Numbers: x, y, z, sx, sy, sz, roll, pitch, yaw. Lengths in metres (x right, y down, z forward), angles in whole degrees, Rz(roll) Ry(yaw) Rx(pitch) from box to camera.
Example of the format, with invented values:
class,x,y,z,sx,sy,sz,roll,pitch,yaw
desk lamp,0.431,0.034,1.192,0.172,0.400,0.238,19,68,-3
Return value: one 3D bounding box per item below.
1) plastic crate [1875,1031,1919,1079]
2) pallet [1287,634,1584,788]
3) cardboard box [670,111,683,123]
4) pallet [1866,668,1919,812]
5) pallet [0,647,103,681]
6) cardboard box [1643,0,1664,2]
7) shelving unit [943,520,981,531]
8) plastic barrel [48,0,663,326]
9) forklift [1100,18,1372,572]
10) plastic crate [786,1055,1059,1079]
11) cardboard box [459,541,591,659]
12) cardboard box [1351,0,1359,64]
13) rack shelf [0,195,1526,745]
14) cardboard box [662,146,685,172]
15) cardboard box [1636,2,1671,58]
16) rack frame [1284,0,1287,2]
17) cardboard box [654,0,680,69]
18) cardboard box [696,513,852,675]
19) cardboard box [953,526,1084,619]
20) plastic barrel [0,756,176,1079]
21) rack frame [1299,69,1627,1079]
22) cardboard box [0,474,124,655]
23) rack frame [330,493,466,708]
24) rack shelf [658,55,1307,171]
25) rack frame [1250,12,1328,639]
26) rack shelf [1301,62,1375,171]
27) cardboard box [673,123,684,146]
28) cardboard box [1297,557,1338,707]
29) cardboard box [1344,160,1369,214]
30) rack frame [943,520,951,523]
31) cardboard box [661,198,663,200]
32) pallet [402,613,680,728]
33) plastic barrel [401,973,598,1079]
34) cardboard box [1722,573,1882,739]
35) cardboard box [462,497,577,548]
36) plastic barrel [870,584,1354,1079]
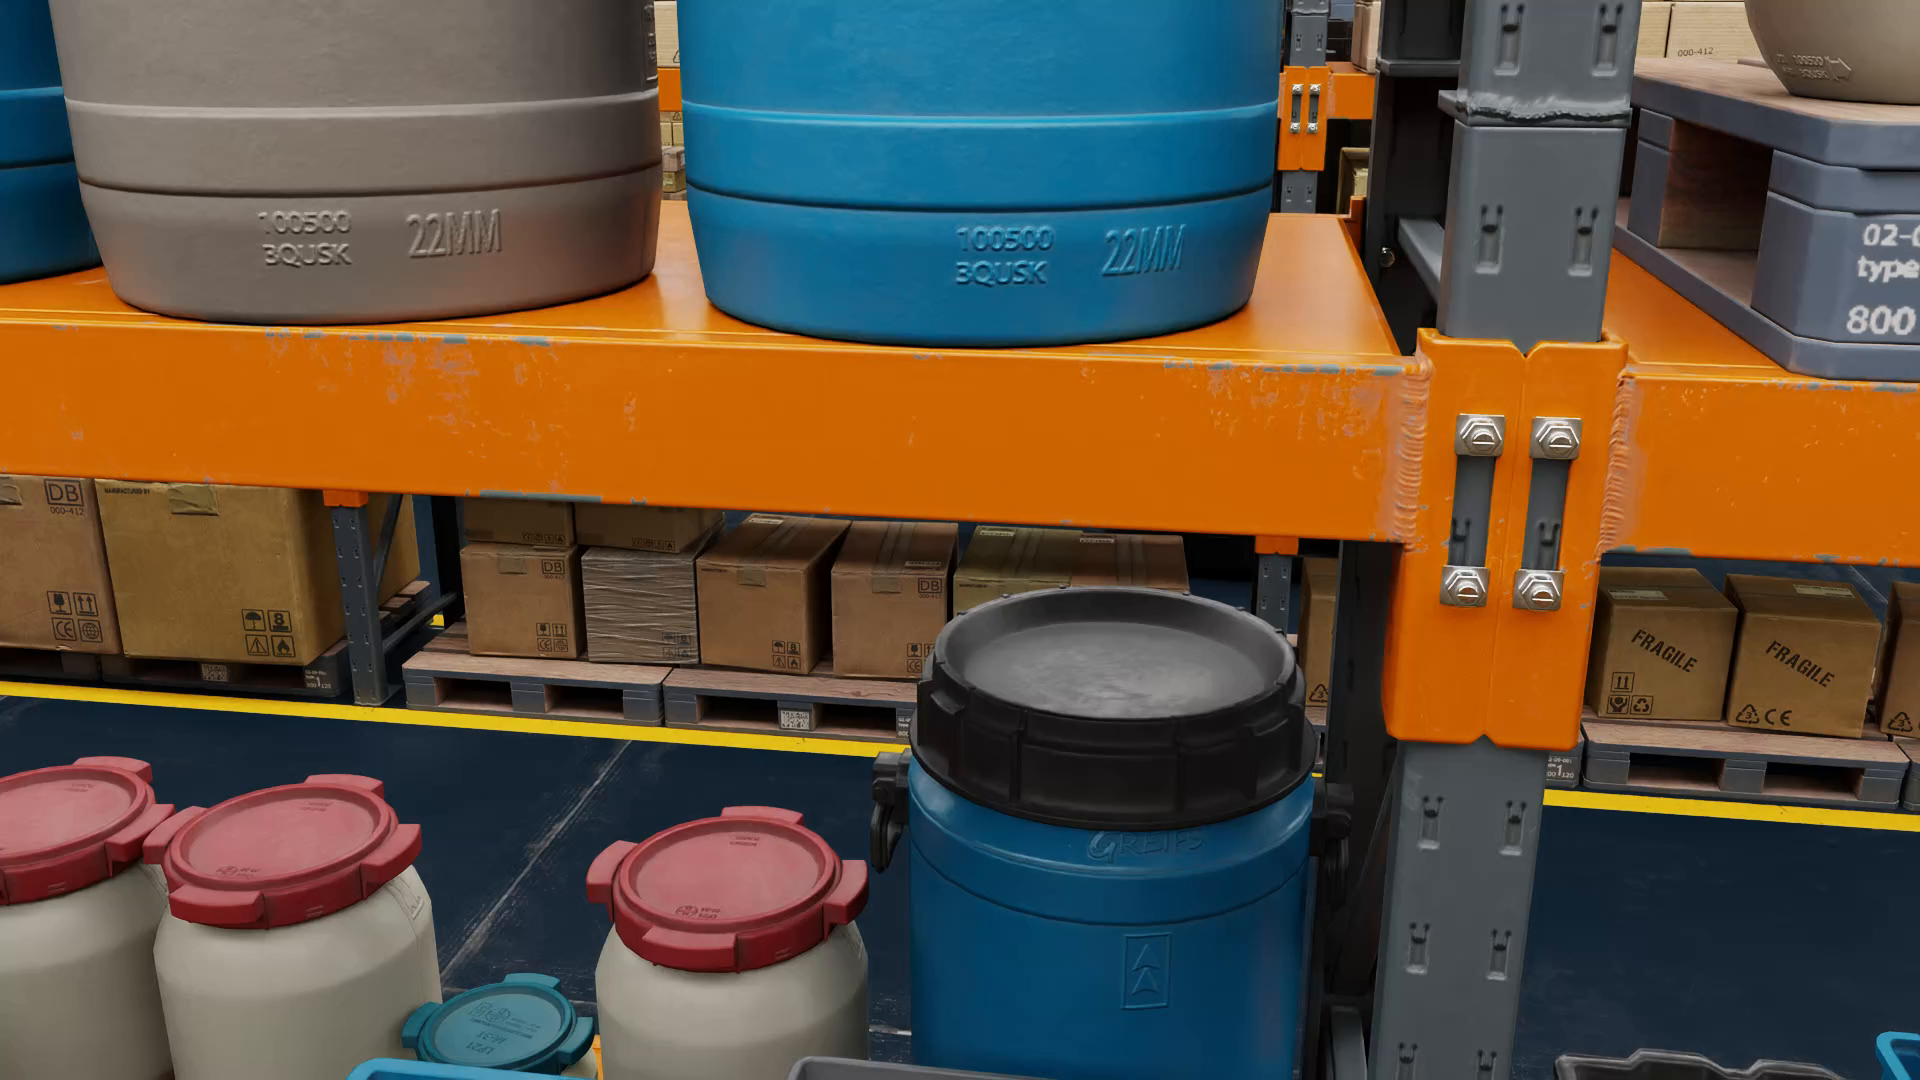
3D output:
class,x,y,z,sx,sy,sz,roll,pitch,yaw
plastic crate,1.692,0.973,2.402,0.616,0.251,0.499,3,19,9
pallet,2.010,0.725,7.303,1.213,0.211,1.003,3,19,9
cardboard box,-2.585,-4.442,16.618,0.500,0.500,0.500,3,19,9
pallet,4.419,0.848,6.936,1.213,0.211,1.003,3,19,9
pallet,-4.575,0.376,8.348,1.213,0.211,1.003,3,19,9
cardboard box,2.401,-2.036,6.042,0.250,0.149,0.380,3,19,10
shelving unit,0.014,-0.568,9.611,0.189,1.200,0.258,3,19,9
plastic barrel,-0.627,-0.719,1.707,0.600,0.901,0.600,0,18,0
forklift,2.343,-1.301,9.071,3.031,2.935,1.130,3,19,8
plastic crate,0.029,0.973,2.067,0.583,0.464,0.402,3,19,9
cardboard box,-1.943,0.183,7.775,0.500,0.500,0.700,2,19,6
cardboard box,1.833,-2.030,6.652,0.500,0.250,0.500,4,19,11
rack shelf,-1.419,-0.250,2.230,4.000,0.370,1.077,3,19,9
cardboard box,-2.151,-2.816,12.289,0.250,0.149,0.380,3,19,9
cardboard box,2.268,-1.843,6.094,0.500,0.250,0.500,3,19,8
rack frame,2.228,-5.014,10.605,0.127,3.000,1.000,3,19,9
cardboard box,-1.168,-2.020,6.623,0.500,0.250,0.500,3,19,10
cardboard box,-0.833,0.233,7.625,0.500,0.500,0.700,5,19,13
cardboard box,0.271,0.289,7.457,0.500,0.500,0.700,3,19,8
plastic barrel,-1.506,0.692,2.794,0.433,0.535,0.433,0,18,0
rack frame,0.556,0.932,2.291,0.127,3.000,1.000,3,19,9
cardboard box,-4.165,-0.101,8.065,0.875,0.875,1.225,3,19,9
rack frame,-2.608,-0.821,7.530,0.127,3.000,1.000,3,19,9
rack shelf,-0.633,-1.802,6.868,4.000,0.370,1.077,3,19,9
rack frame,1.341,-0.620,6.928,0.127,3.000,1.000,3,19,9
rack shelf,3.316,-1.601,6.266,4.000,0.370,1.077,3,19,9
cardboard box,-2.570,-4.081,16.720,0.500,0.250,0.500,2,19,7
cardboard box,1.730,0.399,7.161,0.500,0.500,0.500,2,19,7
cardboard box,1.745,-1.180,6.401,0.500,0.500,0.500,3,19,9
rack frame,-0.076,-0.573,9.624,0.006,1.200,0.240,3,19,9
cardboard box,-2.281,-2.331,11.776,0.250,0.149,0.380,3,19,10
pallet,-1.837,0.541,7.854,1.213,0.211,1.003,3,19,9
plastic barrel,-0.727,0.883,2.656,0.301,0.262,0.301,0,18,0
cardboard box,3.466,0.474,6.936,0.500,0.500,0.500,5,19,14
cardboard box,-1.942,-0.176,7.665,0.500,0.250,0.500,4,19,11
plastic barrel,0.222,0.580,2.553,0.708,0.901,0.600,3,19,9
